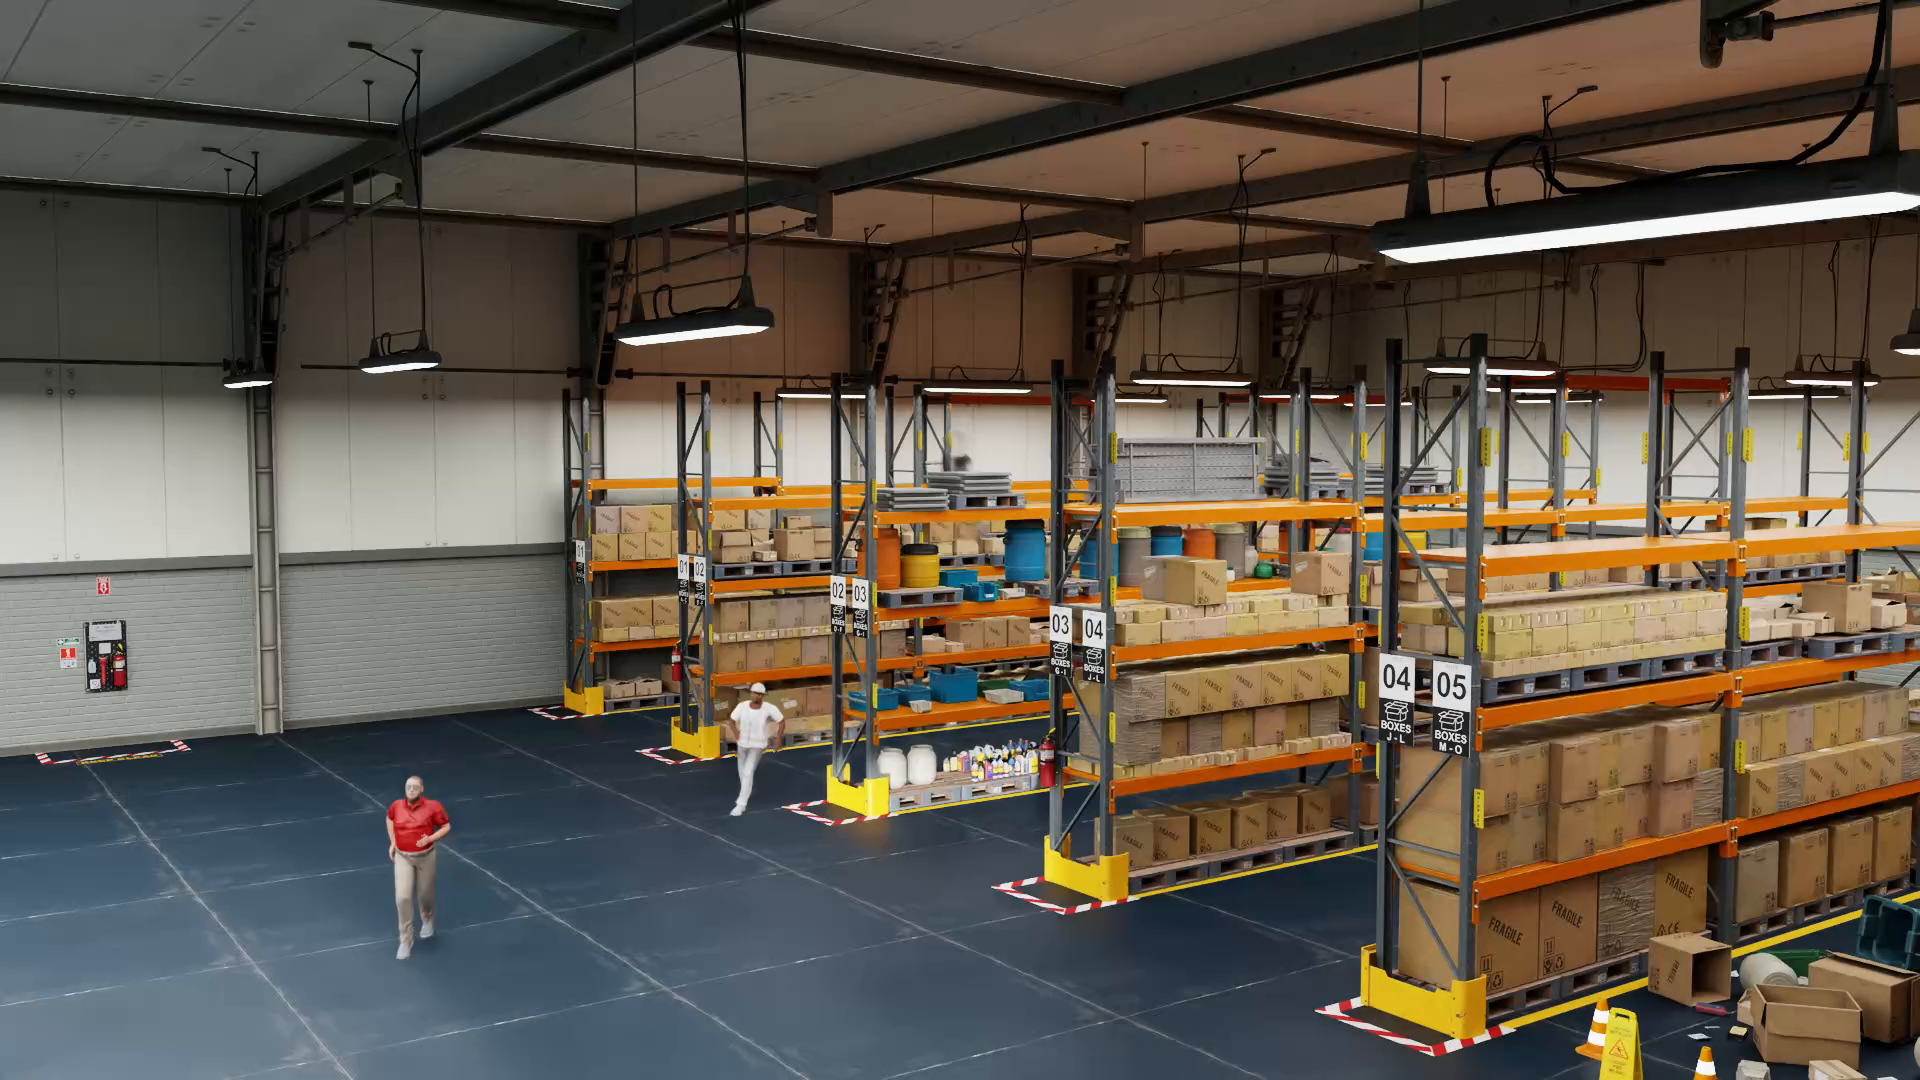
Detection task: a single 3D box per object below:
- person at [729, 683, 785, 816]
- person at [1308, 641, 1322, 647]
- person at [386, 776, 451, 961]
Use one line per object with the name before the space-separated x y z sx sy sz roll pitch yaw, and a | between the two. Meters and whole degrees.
person | -2.810 2.817 22.690 0.768 1.761 0.890 1 4 14
person | 6.622 2.222 31.830 0.984 1.793 0.655 -3 5 -43
person | -5.438 3.236 16.694 0.650 1.773 0.851 -1 4 -11
